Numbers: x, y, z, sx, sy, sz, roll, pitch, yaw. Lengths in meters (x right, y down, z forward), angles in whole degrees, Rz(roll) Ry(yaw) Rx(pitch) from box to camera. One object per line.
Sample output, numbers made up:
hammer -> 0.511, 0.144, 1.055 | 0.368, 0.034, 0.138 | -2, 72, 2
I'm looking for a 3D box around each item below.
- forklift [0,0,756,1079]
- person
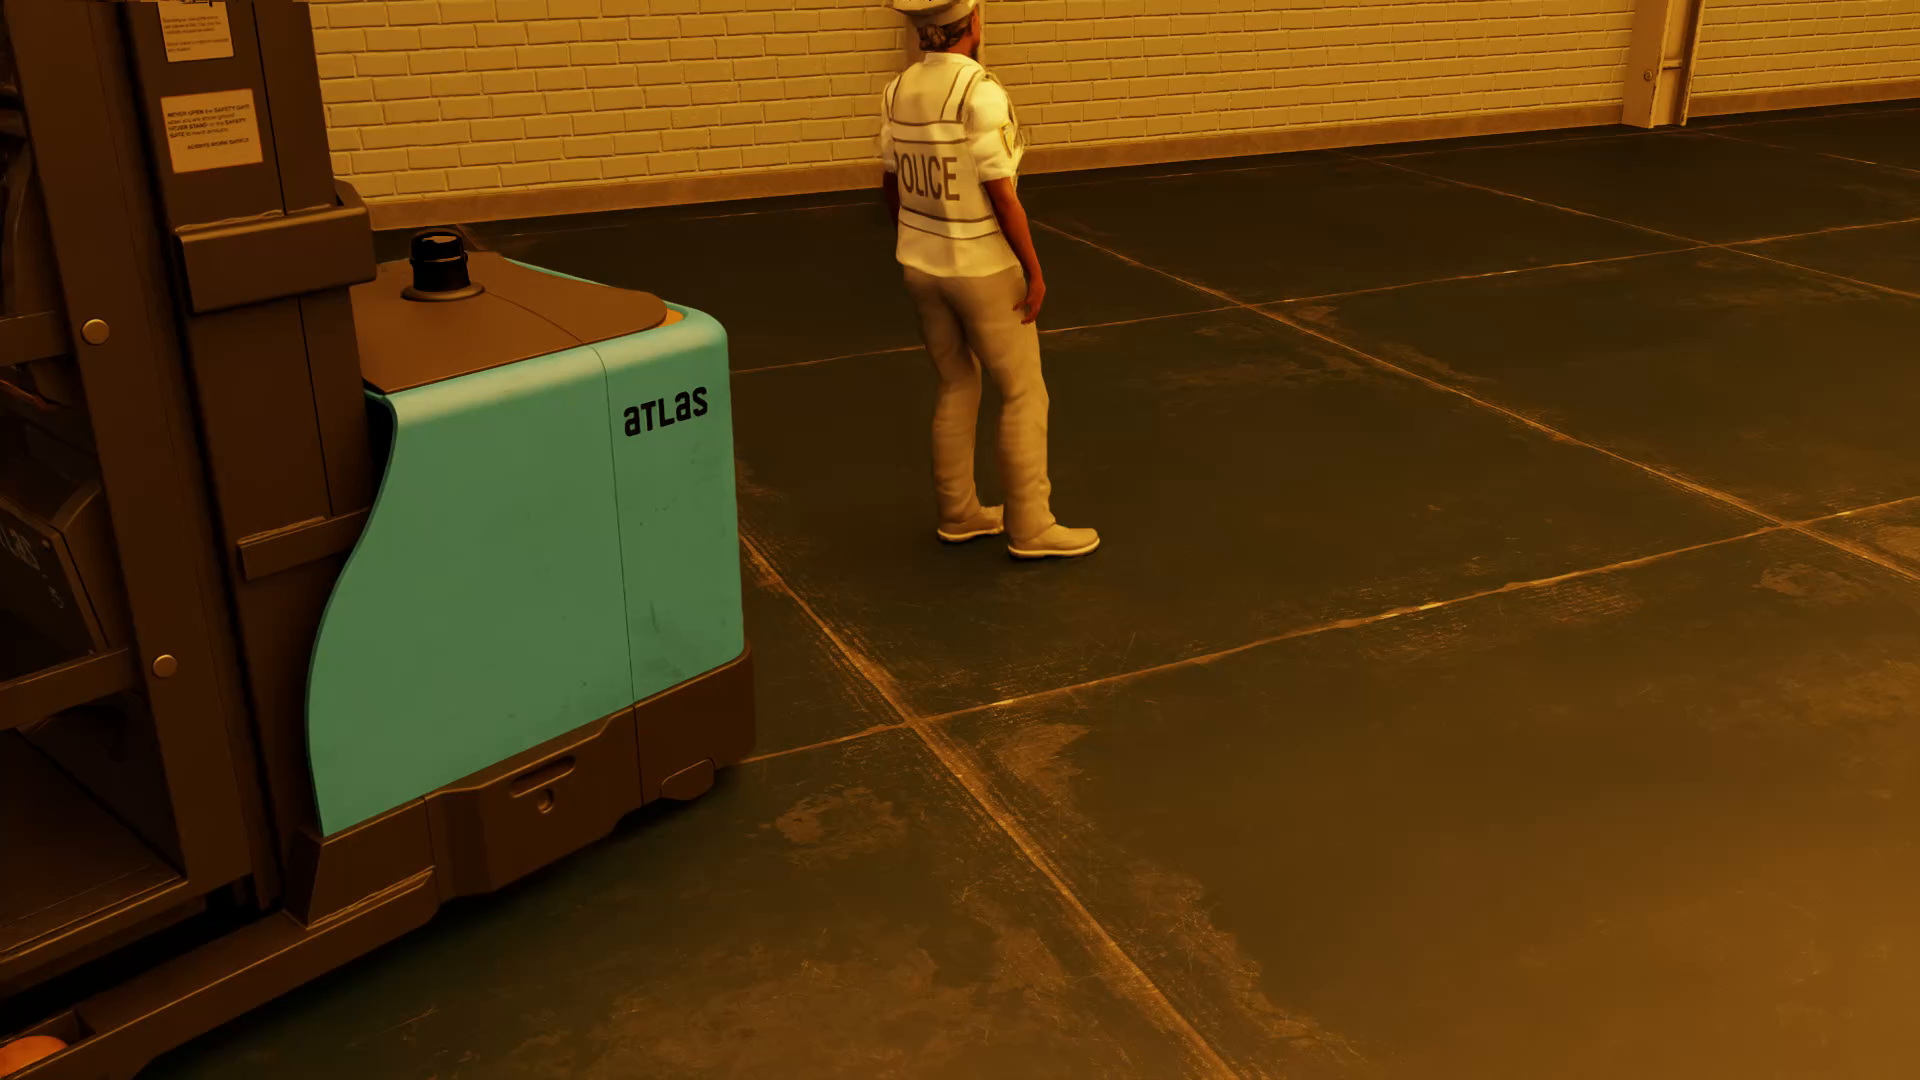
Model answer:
forklift -> -1.830, -0.532, 2.566 | 1.130, 2.935, 3.031 | 19, 29, 38
person -> 0.062, -0.781, 4.792 | 0.641, 1.693, 0.440 | 20, 30, 40
